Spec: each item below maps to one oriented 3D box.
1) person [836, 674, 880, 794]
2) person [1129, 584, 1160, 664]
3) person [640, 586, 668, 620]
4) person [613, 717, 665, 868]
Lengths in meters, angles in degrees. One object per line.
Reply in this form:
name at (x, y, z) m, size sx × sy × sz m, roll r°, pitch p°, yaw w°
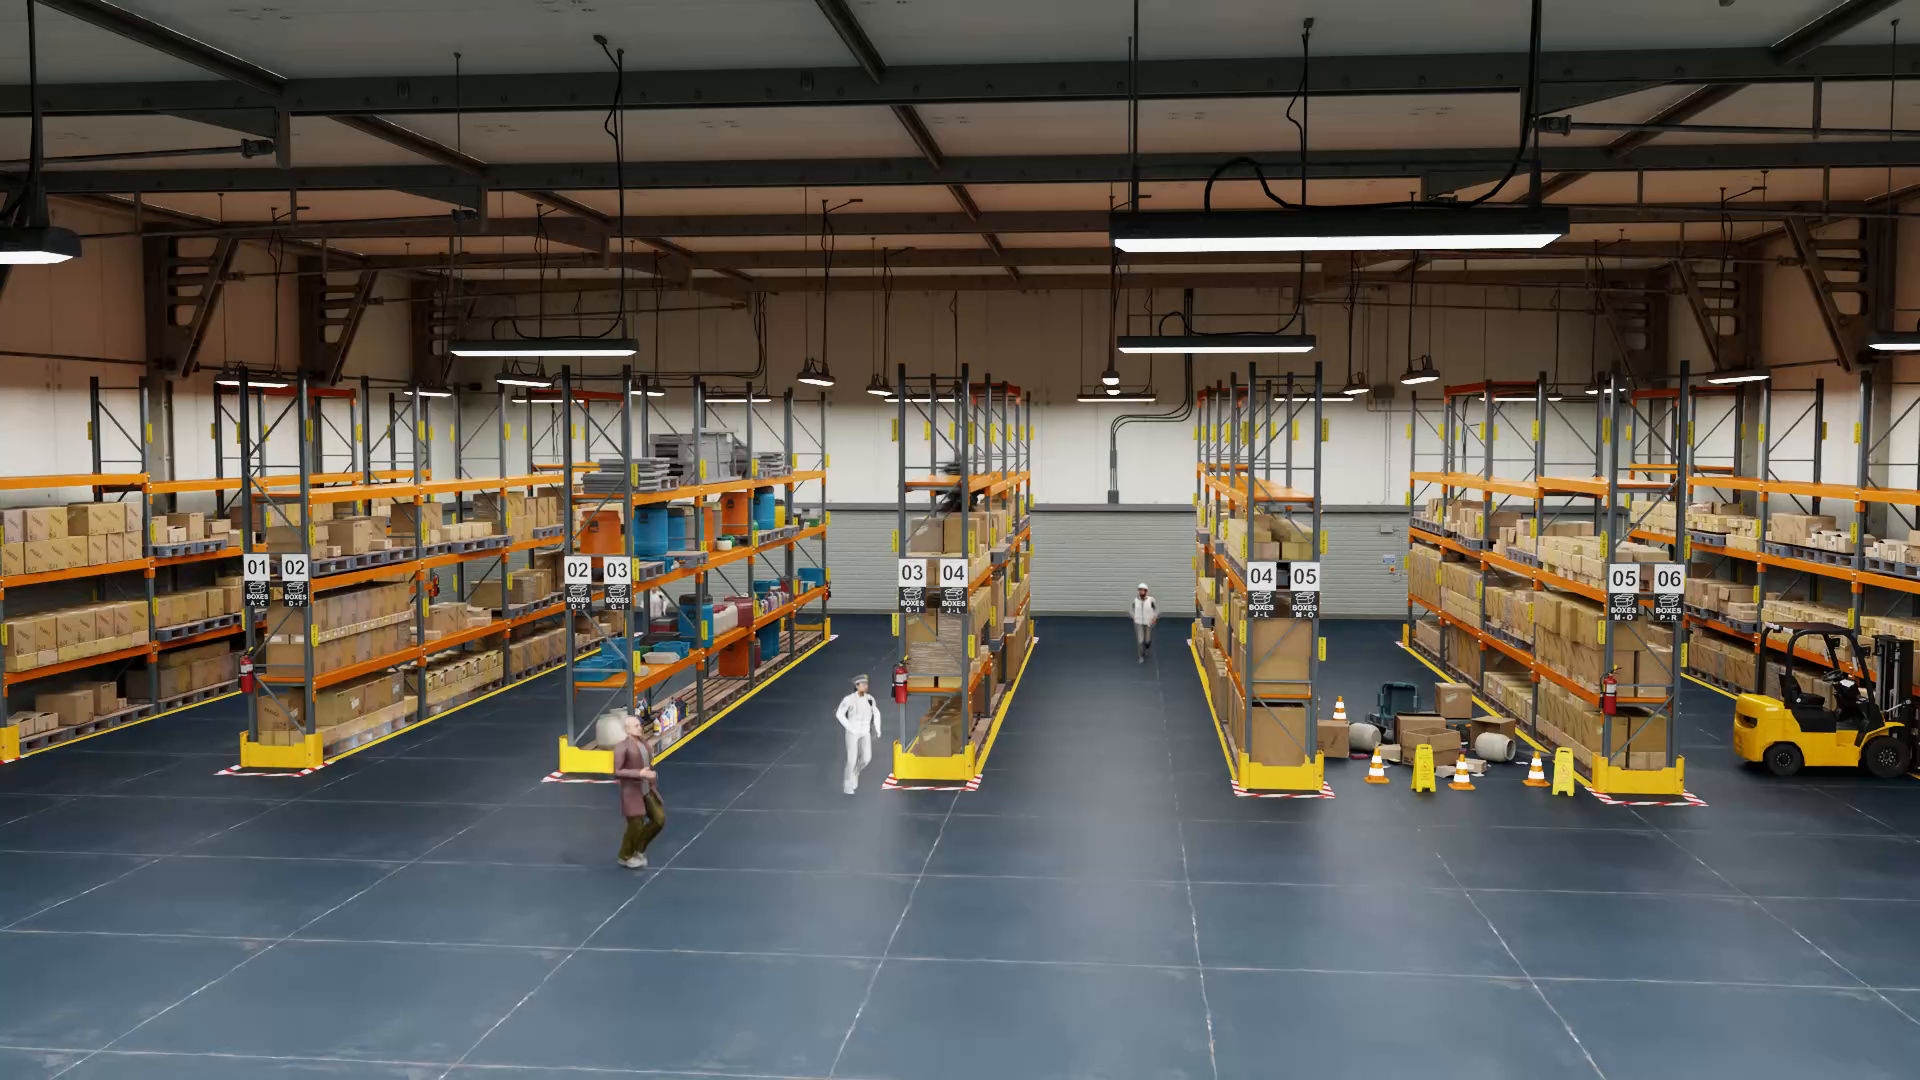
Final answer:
person at (-1.379, 2.704, 23.166) m, size 0.691 × 1.640 × 0.473 m, roll -2°, pitch 4°, yaw -26°
person at (4.008, 1.818, 36.256) m, size 0.663 × 1.739 × 0.540 m, roll 1°, pitch 4°, yaw 13°
person at (-6.872, 1.747, 37.356) m, size 0.605 × 1.731 × 0.850 m, roll -1°, pitch 4°, yaw -9°
person at (-3.650, 2.903, 19.047) m, size 0.672 × 1.762 × 0.694 m, roll 2°, pitch 4°, yaw 31°
